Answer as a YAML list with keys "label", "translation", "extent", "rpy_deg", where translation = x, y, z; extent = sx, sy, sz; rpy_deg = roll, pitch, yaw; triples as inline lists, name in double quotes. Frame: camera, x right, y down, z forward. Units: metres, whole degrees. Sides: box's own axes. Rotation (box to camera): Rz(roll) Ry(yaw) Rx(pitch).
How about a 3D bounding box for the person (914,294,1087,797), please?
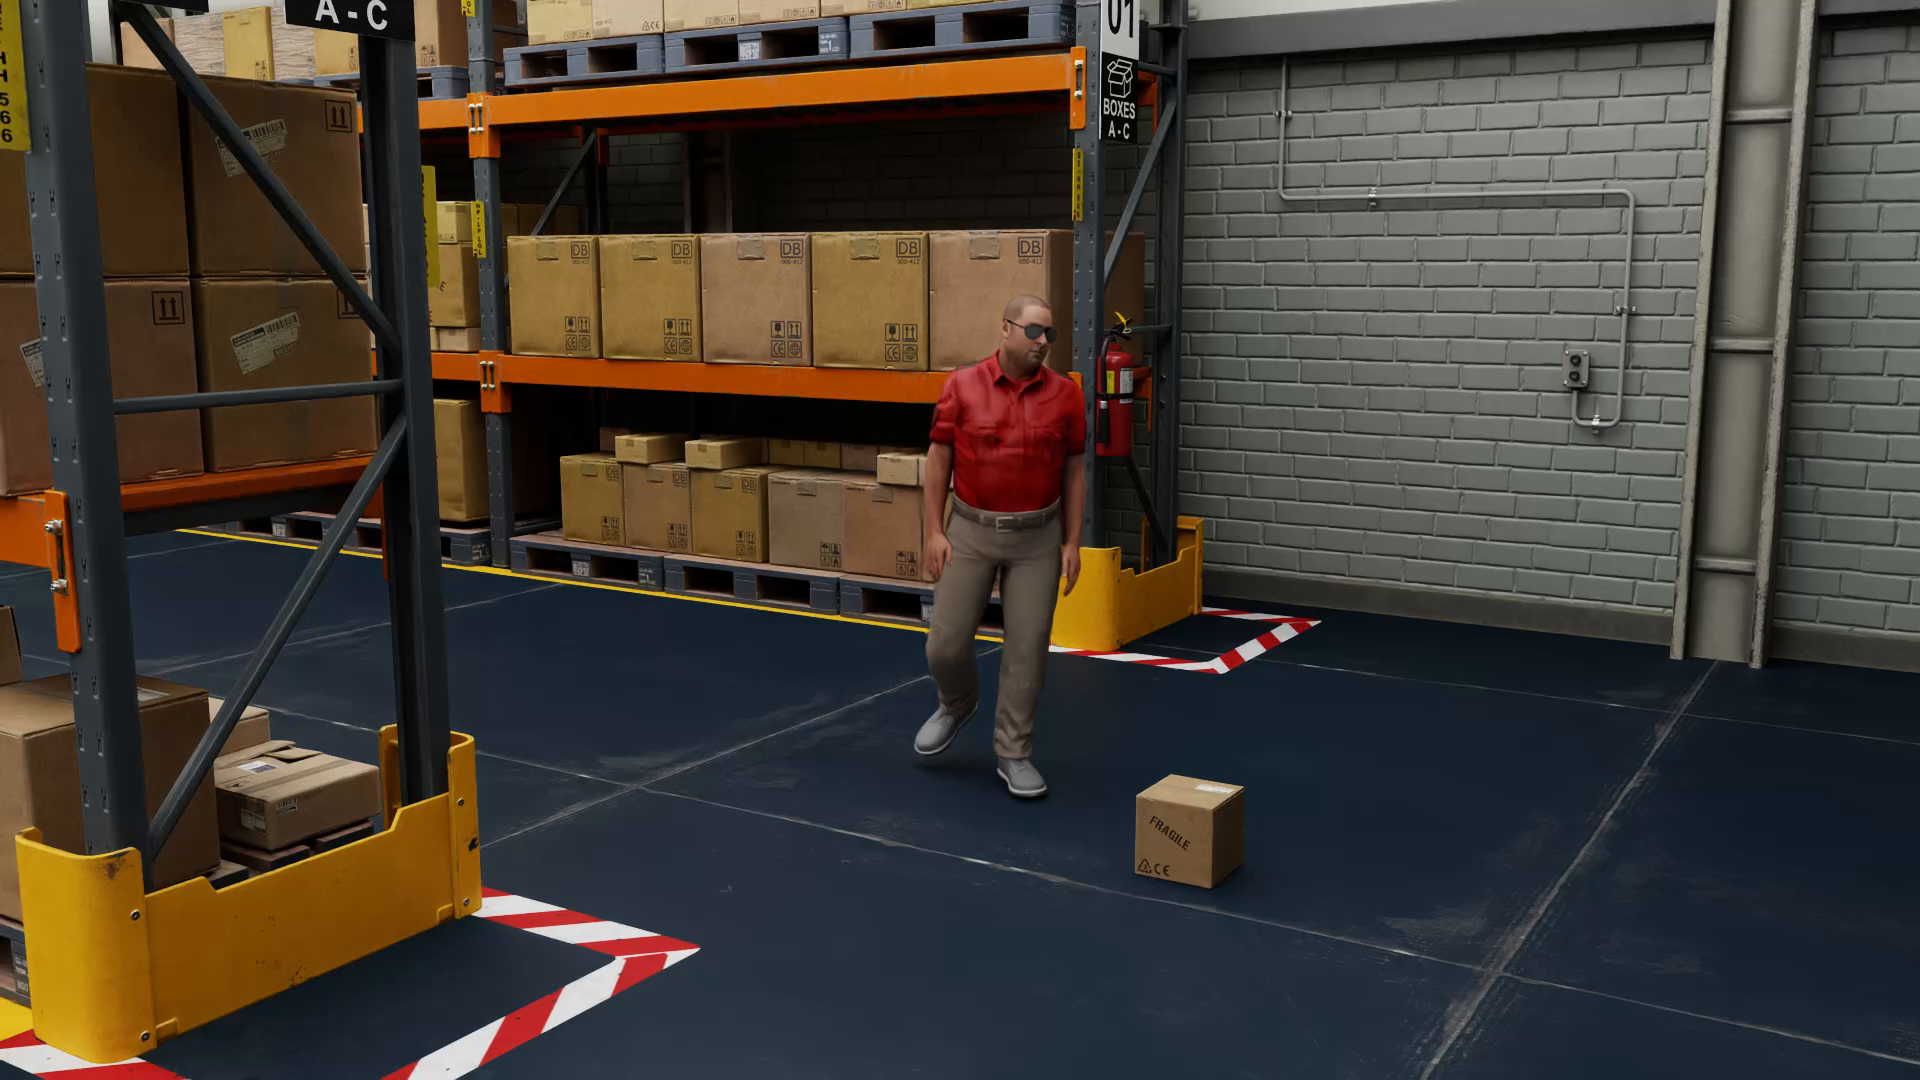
- label: "person"
  translation: [0.138, 0.002, 5.864]
  extent: [0.595, 1.724, 0.588]
  rpy_deg: [-1, 9, -5]
